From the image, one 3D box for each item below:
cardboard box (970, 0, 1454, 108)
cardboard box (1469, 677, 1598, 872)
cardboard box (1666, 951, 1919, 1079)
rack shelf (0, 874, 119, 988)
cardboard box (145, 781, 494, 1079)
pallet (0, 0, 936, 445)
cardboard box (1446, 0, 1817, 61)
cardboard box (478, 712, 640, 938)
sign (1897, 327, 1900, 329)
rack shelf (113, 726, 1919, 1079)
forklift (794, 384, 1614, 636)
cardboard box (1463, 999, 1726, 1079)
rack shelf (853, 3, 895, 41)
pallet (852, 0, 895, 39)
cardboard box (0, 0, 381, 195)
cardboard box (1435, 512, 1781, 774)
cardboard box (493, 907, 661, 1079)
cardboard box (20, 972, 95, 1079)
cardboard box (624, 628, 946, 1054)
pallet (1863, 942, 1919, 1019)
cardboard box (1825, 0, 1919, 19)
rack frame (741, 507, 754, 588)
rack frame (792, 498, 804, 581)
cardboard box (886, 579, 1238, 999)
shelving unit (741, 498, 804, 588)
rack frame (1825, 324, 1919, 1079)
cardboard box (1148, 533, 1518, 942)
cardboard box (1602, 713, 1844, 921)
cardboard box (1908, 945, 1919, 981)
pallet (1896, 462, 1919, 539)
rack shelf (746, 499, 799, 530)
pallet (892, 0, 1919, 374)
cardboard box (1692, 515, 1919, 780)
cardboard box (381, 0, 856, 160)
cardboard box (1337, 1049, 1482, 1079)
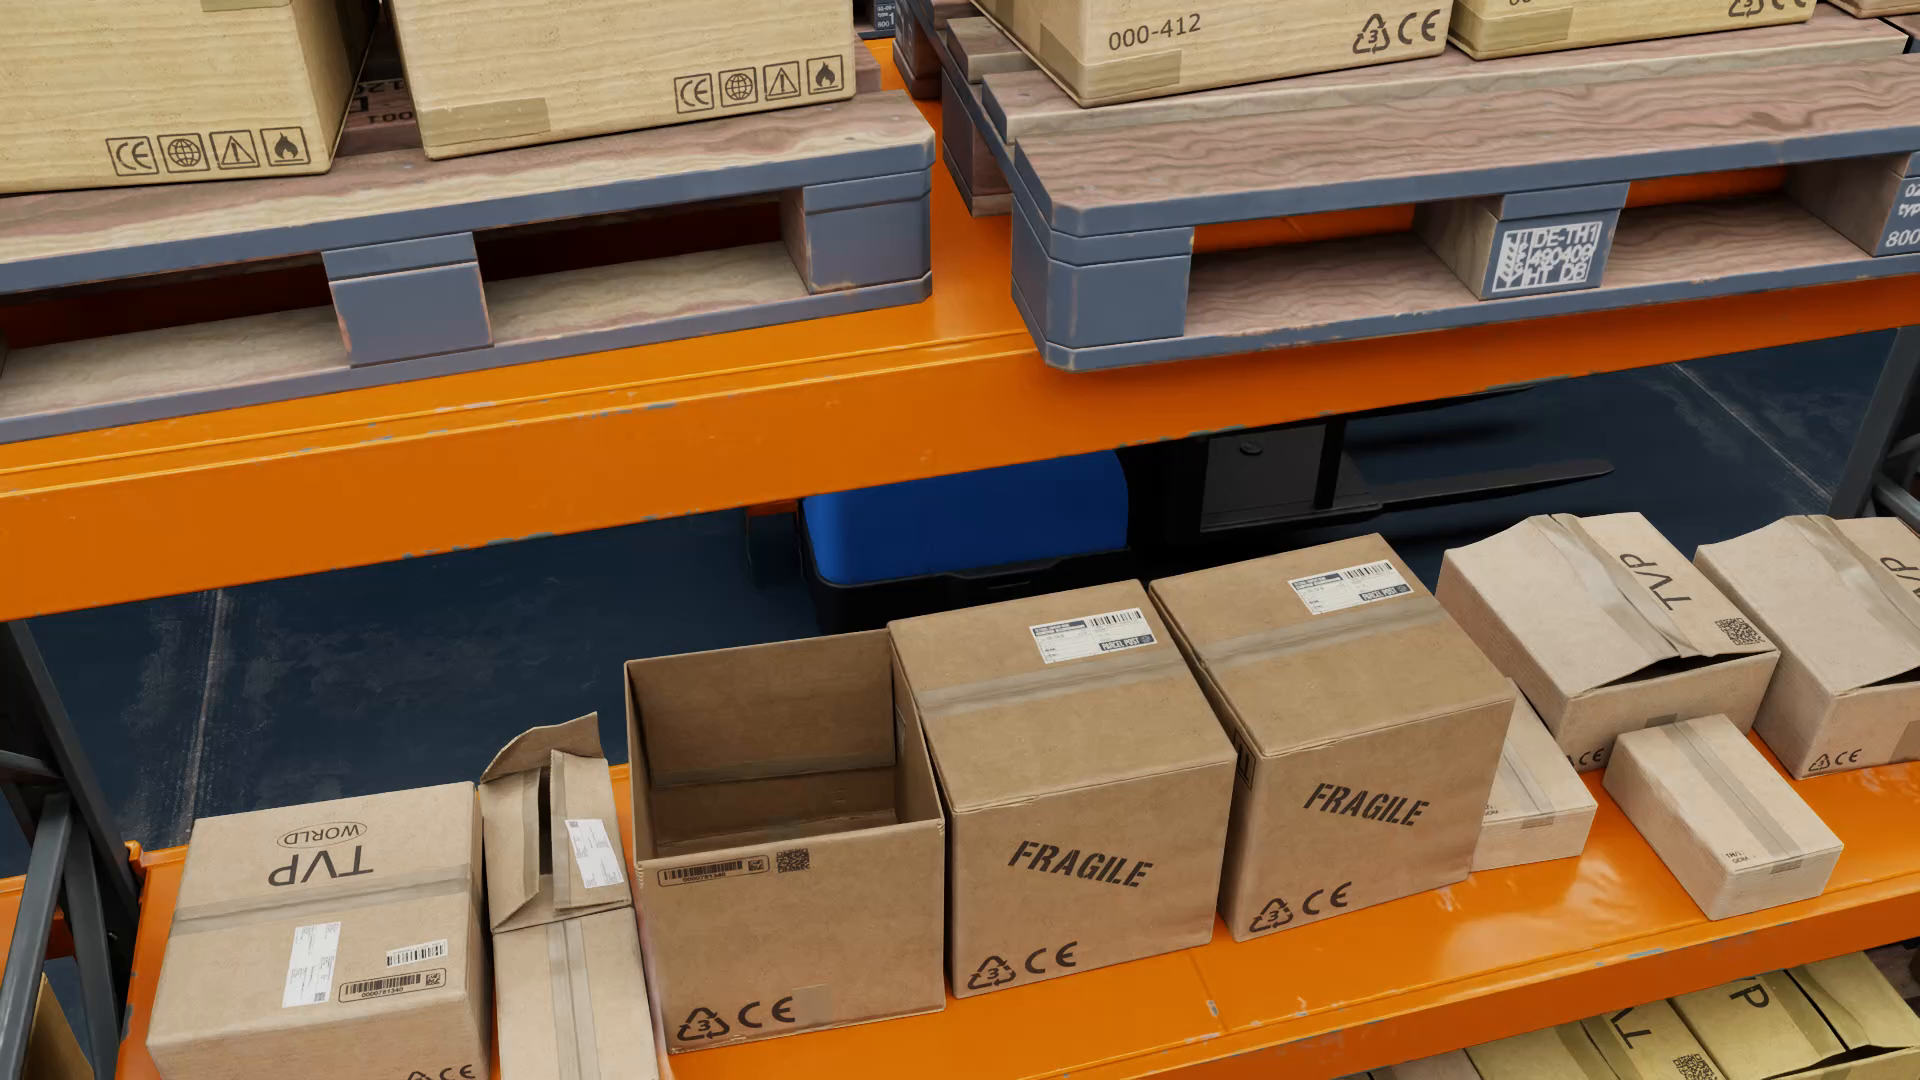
[{"bbox_3d":[0.291,-0.797,2.133,0.500,0.250,0.500,-12,39,-16],"label":"cardboard box"},{"bbox_3d":[1.075,0.469,3.374,0.250,0.149,0.380,-7,38,-9],"label":"cardboard box"},{"bbox_3d":[1.850,1.064,3.846,0.500,0.311,0.500,-8,38,-11],"label":"cardboard box"},{"bbox_3d":[-3.501,1.371,2.582,4.000,0.370,1.077,-9,38,-12],"label":"rack shelf"},{"bbox_3d":[-1.107,0.724,2.958,0.500,0.250,0.500,-7,38,-9],"label":"cardboard box"},{"bbox_3d":[-0.722,-0.495,2.116,1.217,0.209,0.805,-11,39,-14],"label":"pallet"},{"bbox_3d":[0.811,-0.882,2.243,0.500,0.250,0.500,-10,39,-13],"label":"cardboard box"},{"bbox_3d":[-0.770,0.574,3.141,0.258,0.266,0.396,-10,39,-13],"label":"cardboard box"},{"bbox_3d":[2.141,-0.611,3.692,0.005,0.325,0.100,-9,38,-12],"label":"sign"},{"bbox_3d":[0.360,0.737,3.410,4.000,0.370,1.077,-9,38,-12],"label":"rack shelf"},{"bbox_3d":[0.904,-1.253,5.475,3.031,2.935,1.130,-8,38,-10],"label":"forklift"},{"bbox_3d":[1.350,1.151,3.733,0.500,0.311,0.500,-10,39,-13],"label":"cardboard box"},{"bbox_3d":[-0.935,-2.168,7.208,4.000,0.370,1.077,-9,38,-12],"label":"rack shelf"},{"bbox_3d":[-0.904,-2.357,7.020,1.213,0.211,1.003,-9,38,-12],"label":"pallet"},{"bbox_3d":[-0.973,-0.623,1.904,0.500,0.250,0.500,-6,38,-7],"label":"cardboard box"},{"bbox_3d":[1.377,0.198,3.596,0.500,0.311,0.500,-10,38,-12],"label":"cardboard box"},{"bbox_3d":[-0.662,0.847,2.880,0.250,0.149,0.380,-9,38,-12],"label":"cardboard box"},{"bbox_3d":[-2.100,1.285,3.401,0.500,0.500,0.500,-9,38,-12],"label":"cardboard box"},{"bbox_3d":[-0.316,0.533,3.002,0.500,0.500,0.500,-7,38,-9],"label":"cardboard box"},{"bbox_3d":[3.022,1.146,4.578,1.213,0.211,1.003,-9,38,-12],"label":"pallet"},{"bbox_3d":[1.367,-0.966,2.353,0.500,0.250,0.500,-8,38,-11],"label":"cardboard box"},{"bbox_3d":[-0.775,-0.376,5.754,0.006,1.200,0.240,-8,38,-10],"label":"rack frame"},{"bbox_3d":[-0.596,-0.399,5.785,0.006,1.200,0.240,-8,38,-10],"label":"rack frame"},{"bbox_3d":[0.167,0.453,3.106,0.500,0.500,0.500,-9,38,-12],"label":"cardboard box"},{"bbox_3d":[-0.685,-0.388,5.769,0.189,1.200,0.258,-8,38,-10],"label":"shelving unit"},{"bbox_3d":[2.291,0.134,3.605,0.127,3.000,1.000,-9,38,-12],"label":"rack frame"},{"bbox_3d":[0.676,0.370,3.215,0.500,0.500,0.500,-11,39,-14],"label":"cardboard box"},{"bbox_3d":[1.495,0.539,3.284,0.250,0.149,0.380,-9,38,-12],"label":"cardboard box"},{"bbox_3d":[2.805,1.048,4.106,0.500,0.500,0.500,-8,38,-10],"label":"cardboard box"},{"bbox_3d":[2.927,0.062,3.858,1.003,0.211,1.213,-9,38,-12],"label":"pallet"},{"bbox_3d":[-0.685,-0.162,5.942,0.180,0.103,0.258,-8,38,-10],"label":"rack shelf"},{"bbox_3d":[0.580,-0.643,2.308,1.213,0.211,1.003,-8,38,-10],"label":"pallet"},{"bbox_3d":[1.929,0.202,3.591,0.500,0.311,0.500,-7,38,-9],"label":"cardboard box"},{"bbox_3d":[-0.444,-0.711,2.020,0.500,0.250,0.500,-13,39,-16],"label":"cardboard box"},{"bbox_3d":[0.862,1.229,3.631,0.500,0.311,0.500,-10,38,-12],"label":"cardboard box"}]
